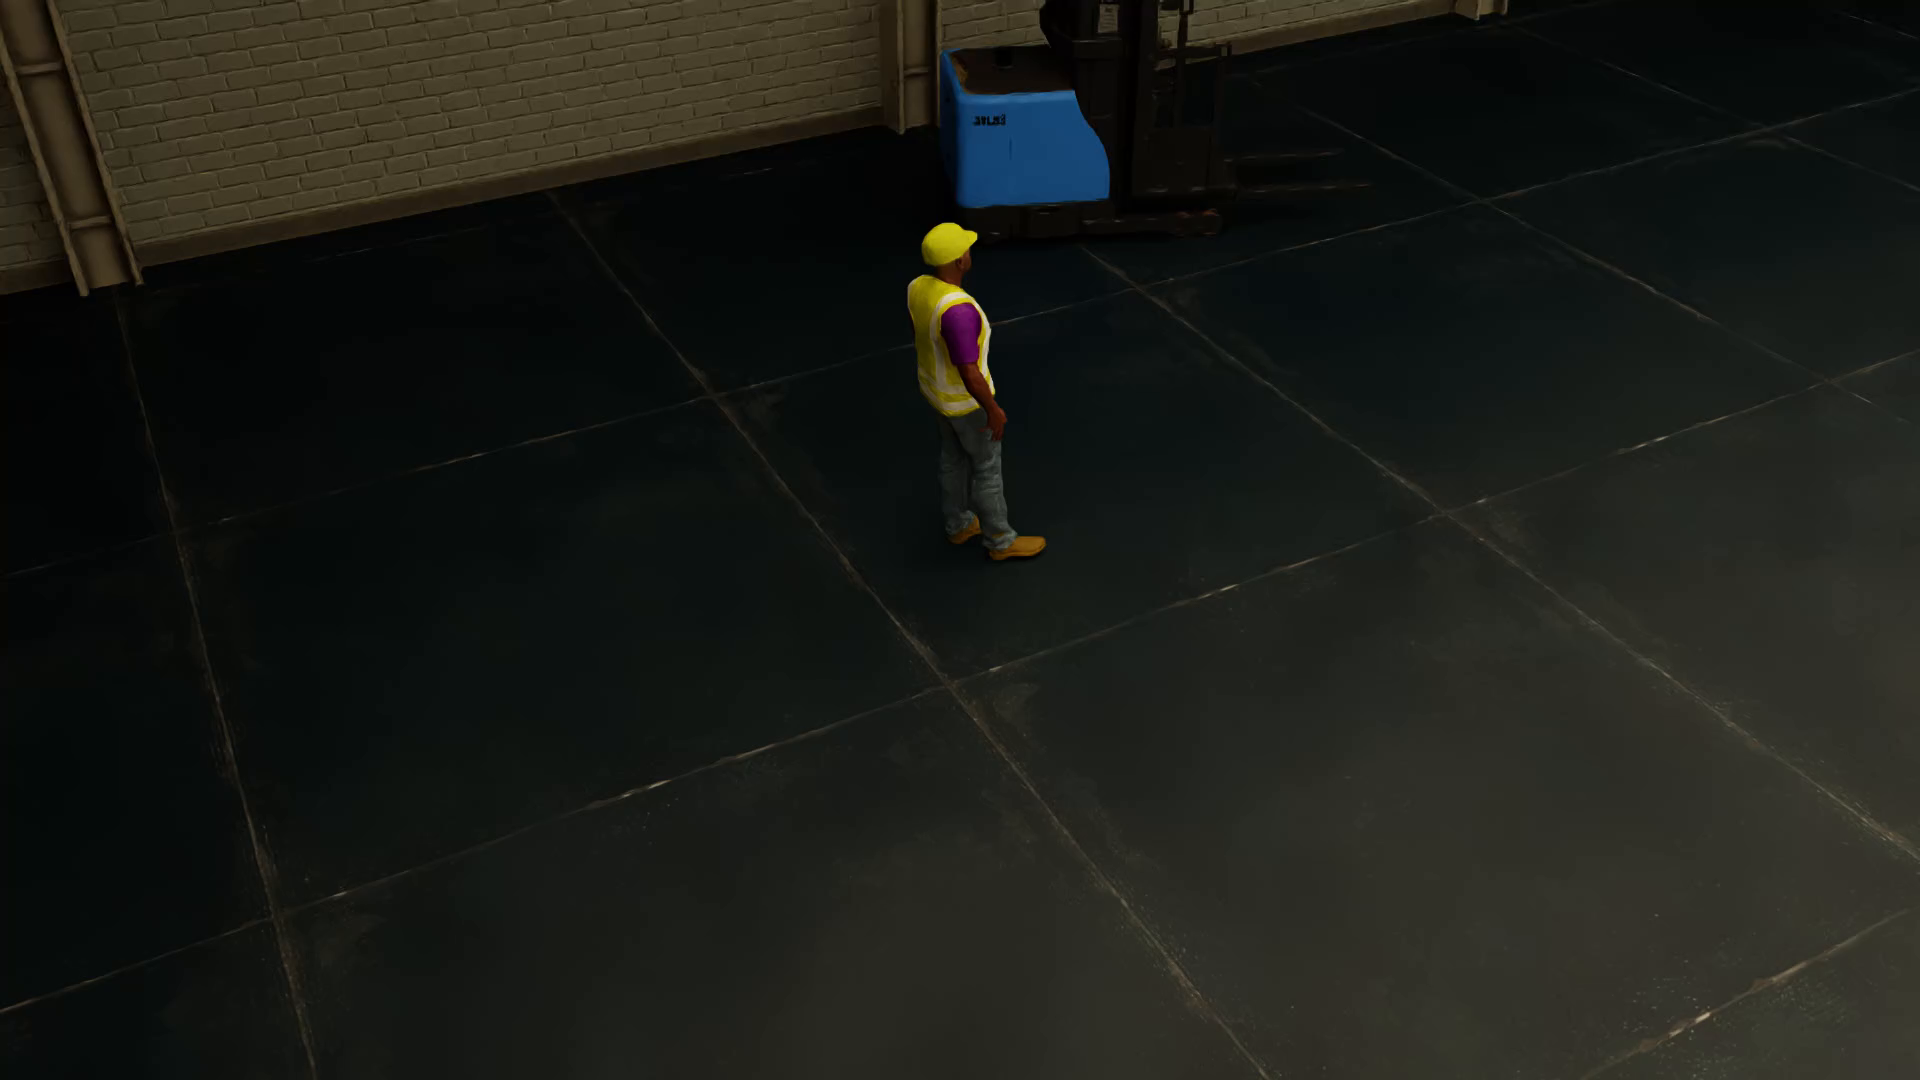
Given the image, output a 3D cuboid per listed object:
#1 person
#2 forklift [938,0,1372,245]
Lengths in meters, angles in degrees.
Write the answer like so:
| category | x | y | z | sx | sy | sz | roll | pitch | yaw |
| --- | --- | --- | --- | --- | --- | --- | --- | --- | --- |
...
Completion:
| category | x | y | z | sx | sy | sz | roll | pitch | yaw |
| --- | --- | --- | --- | --- | --- | --- | --- | --- | --- |
| person | 0.064 | -0.740 | 8.173 | 0.576 | 1.760 | 0.665 | -17 | 39 | -23 |
| forklift | 1.400 | -3.620 | 11.244 | 3.031 | 2.935 | 1.130 | -5 | 36 | -7 |
